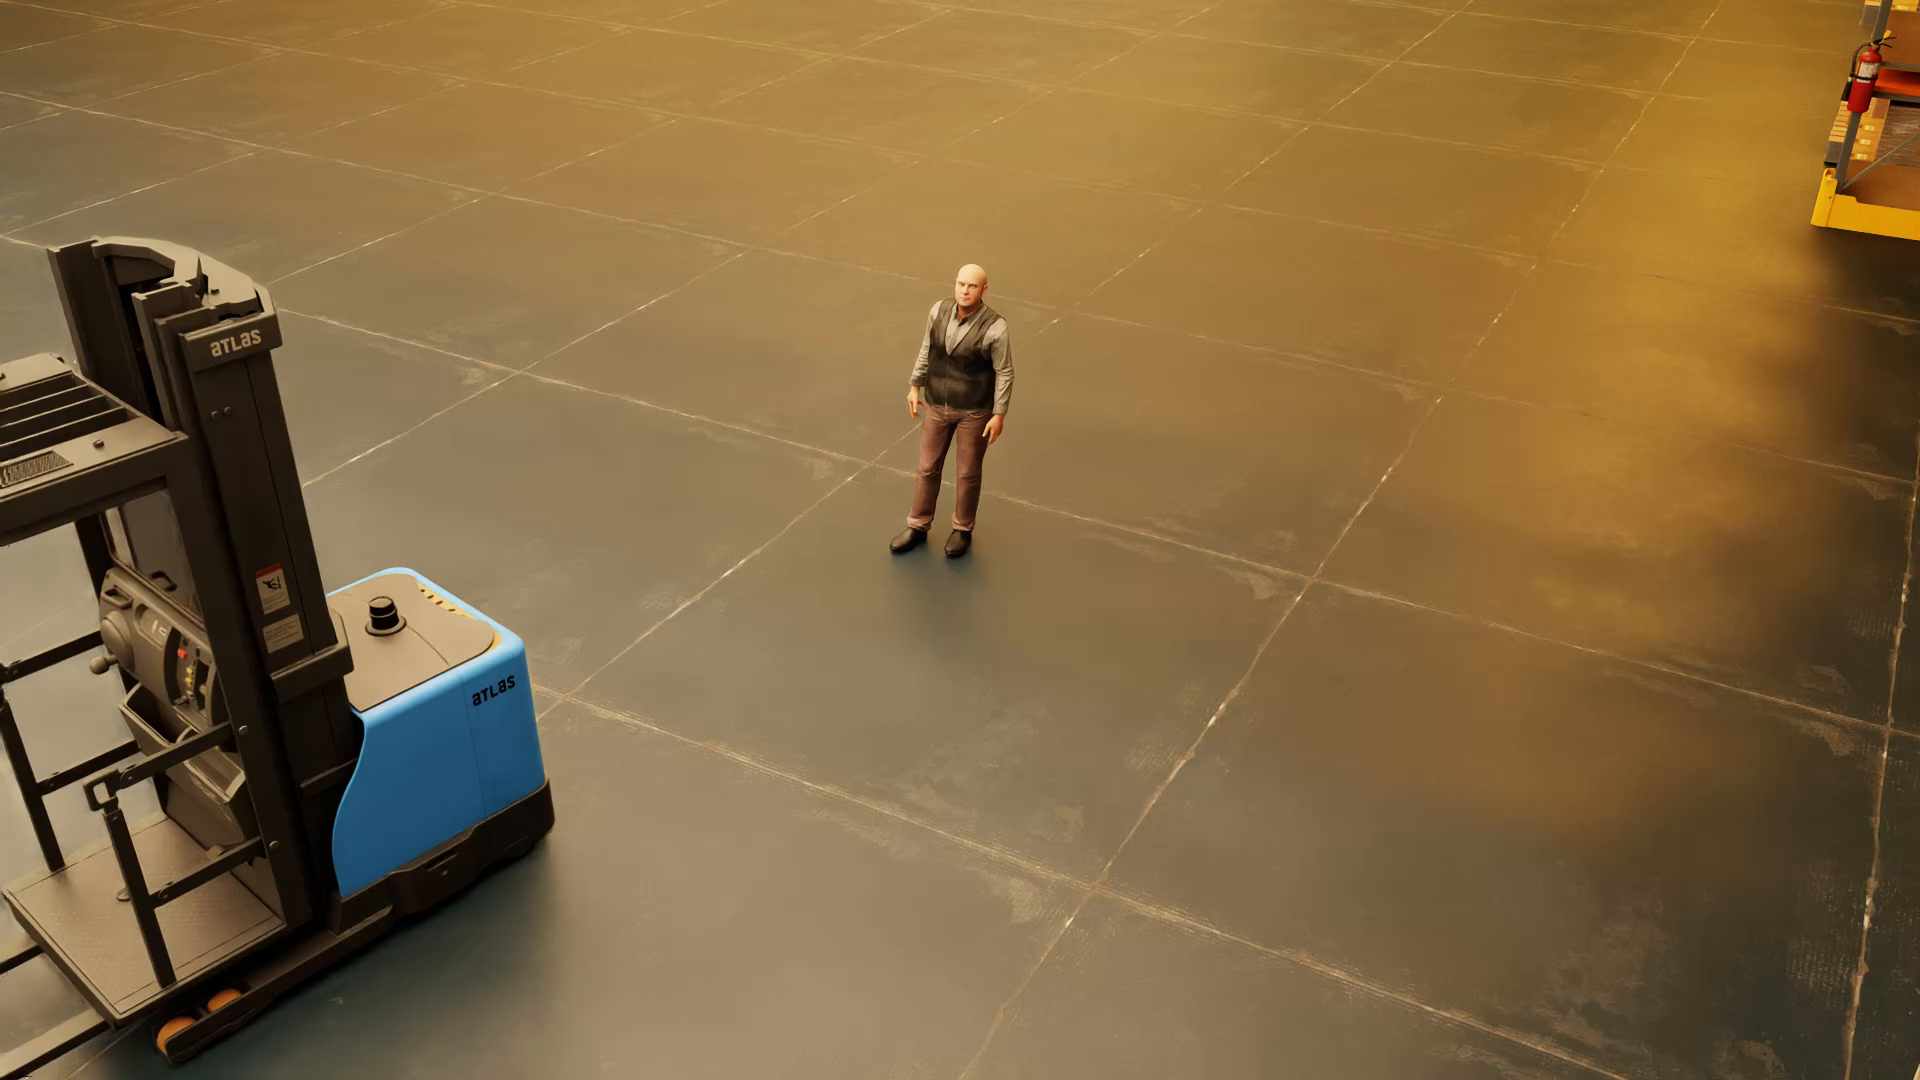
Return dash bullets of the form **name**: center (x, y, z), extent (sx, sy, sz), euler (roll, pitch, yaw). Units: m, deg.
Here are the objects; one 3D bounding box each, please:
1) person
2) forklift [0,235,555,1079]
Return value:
- **person**: center (-0.037, -0.727, 9.525), extent (0.632, 1.720, 0.568), euler (15, 33, 25)
- **forklift**: center (-3.216, 0.471, 6.255), extent (1.130, 2.935, 3.031), euler (24, 38, 35)
